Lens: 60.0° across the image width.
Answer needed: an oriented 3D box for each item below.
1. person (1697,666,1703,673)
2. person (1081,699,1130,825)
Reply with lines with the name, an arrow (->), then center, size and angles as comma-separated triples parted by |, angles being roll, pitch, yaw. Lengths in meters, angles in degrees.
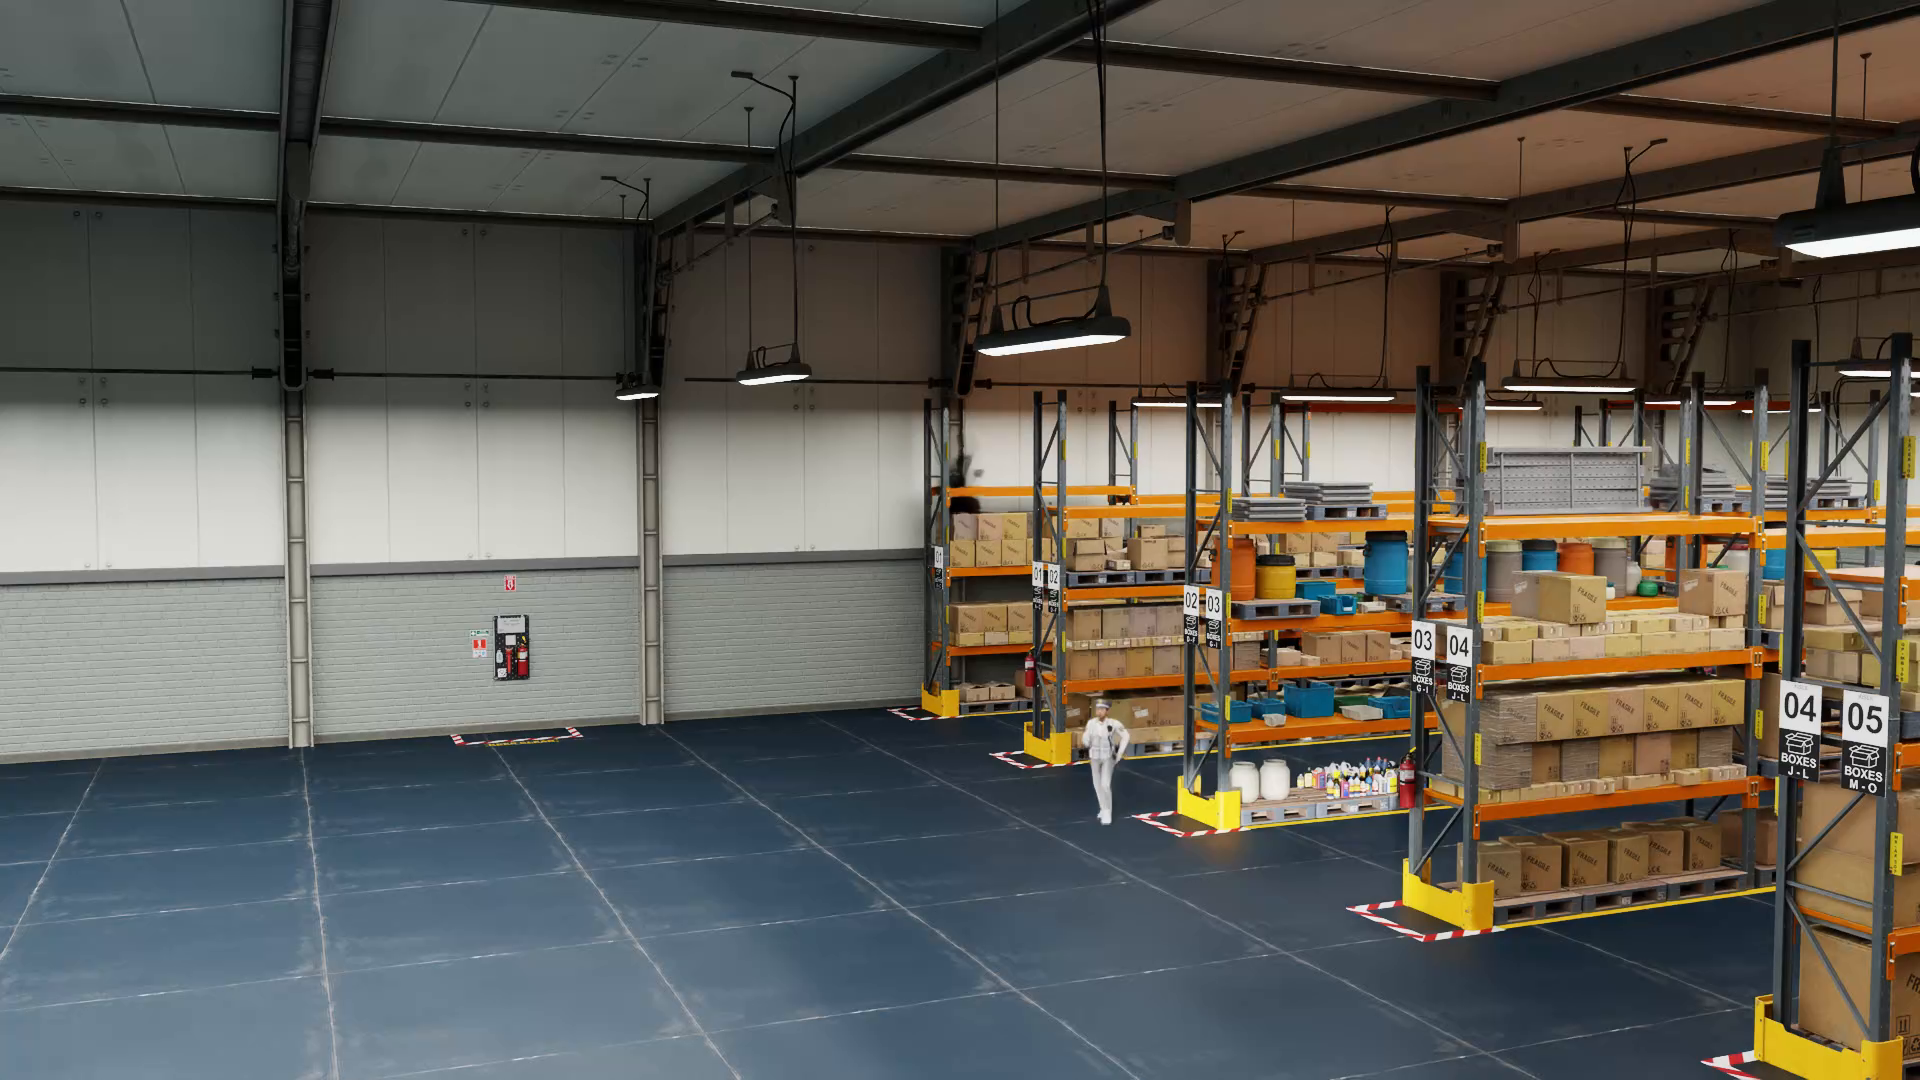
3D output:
person -> 12.868, 2.590, 29.596 | 0.598, 1.685, 0.663 | -2, 4, -32
person -> 1.936, 3.000, 22.533 | 0.622, 1.721, 0.666 | 2, 4, 25
